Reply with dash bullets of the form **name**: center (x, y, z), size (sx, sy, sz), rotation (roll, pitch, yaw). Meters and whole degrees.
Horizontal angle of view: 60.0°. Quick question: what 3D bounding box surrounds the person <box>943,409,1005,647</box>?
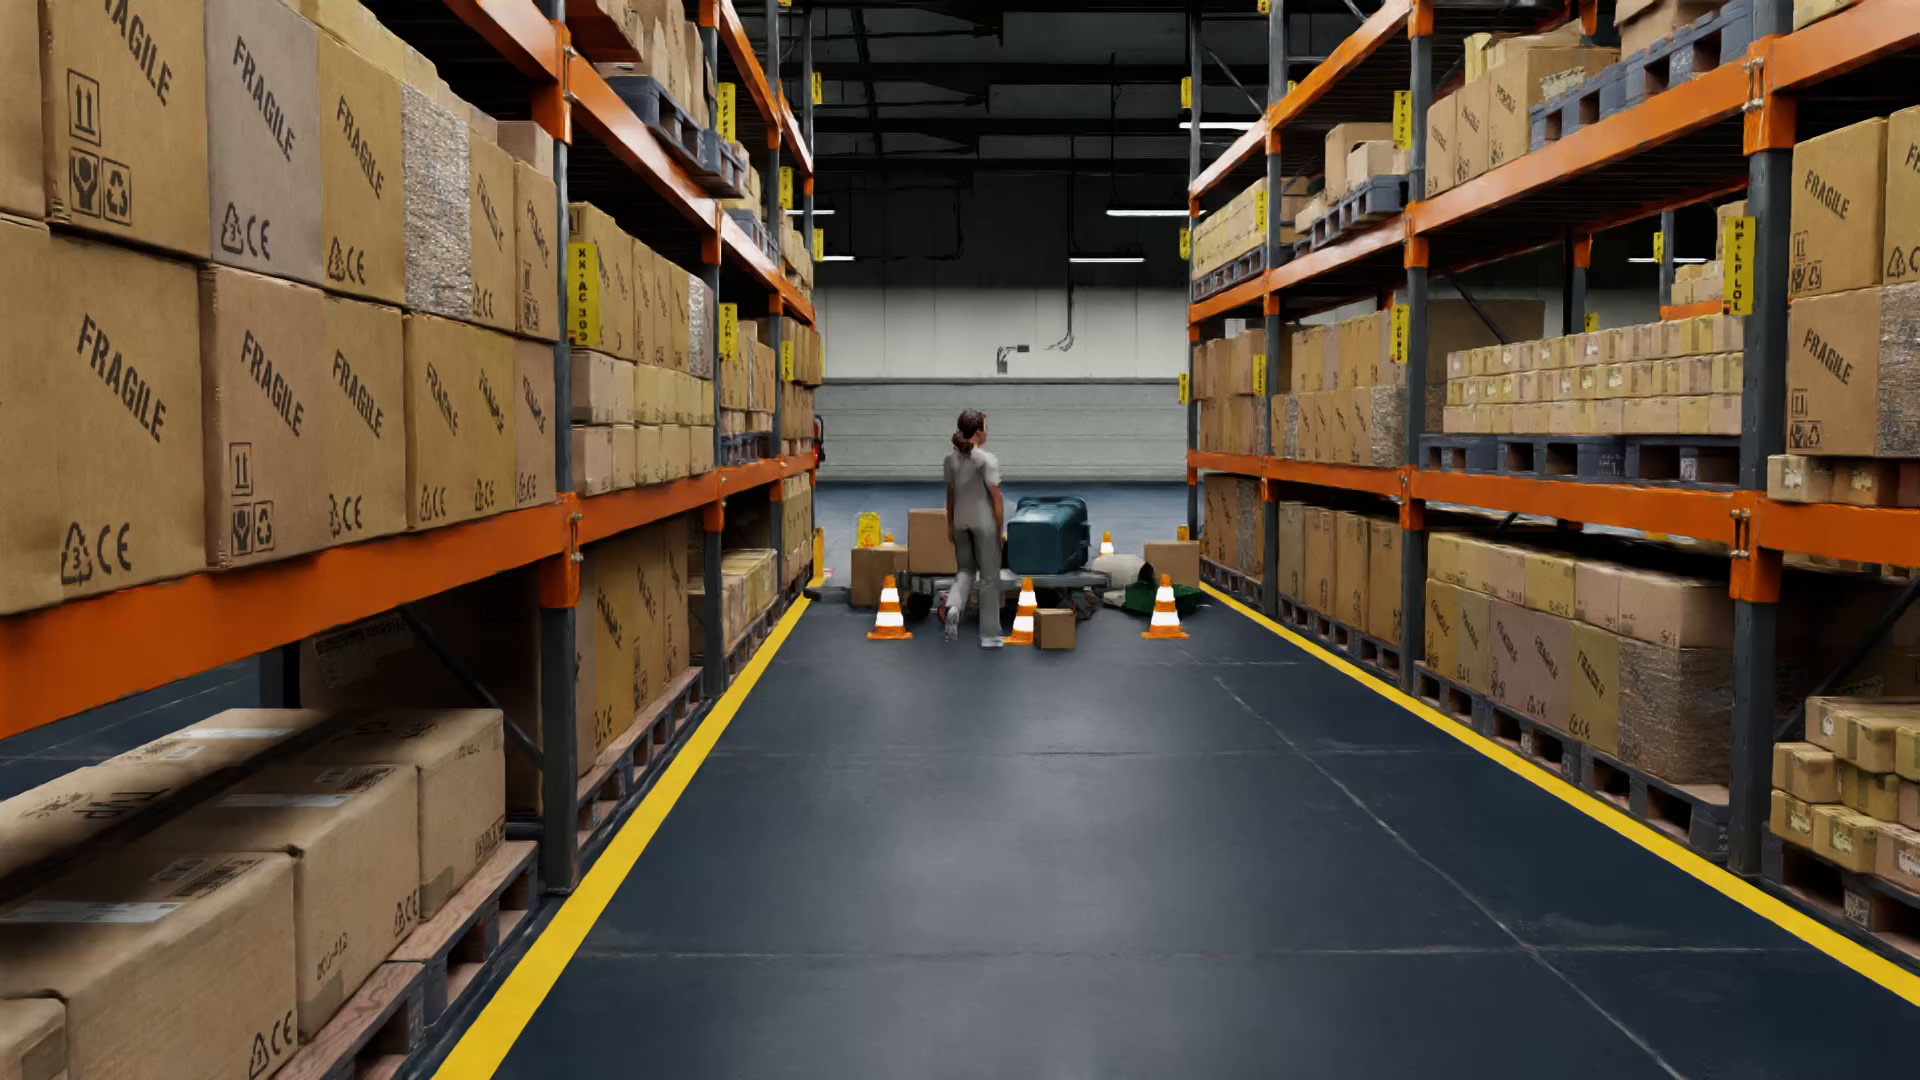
- **person**: center (0.134, -0.073, 11.565), size (0.470, 1.669, 0.616), rotation (2, 4, 30)
